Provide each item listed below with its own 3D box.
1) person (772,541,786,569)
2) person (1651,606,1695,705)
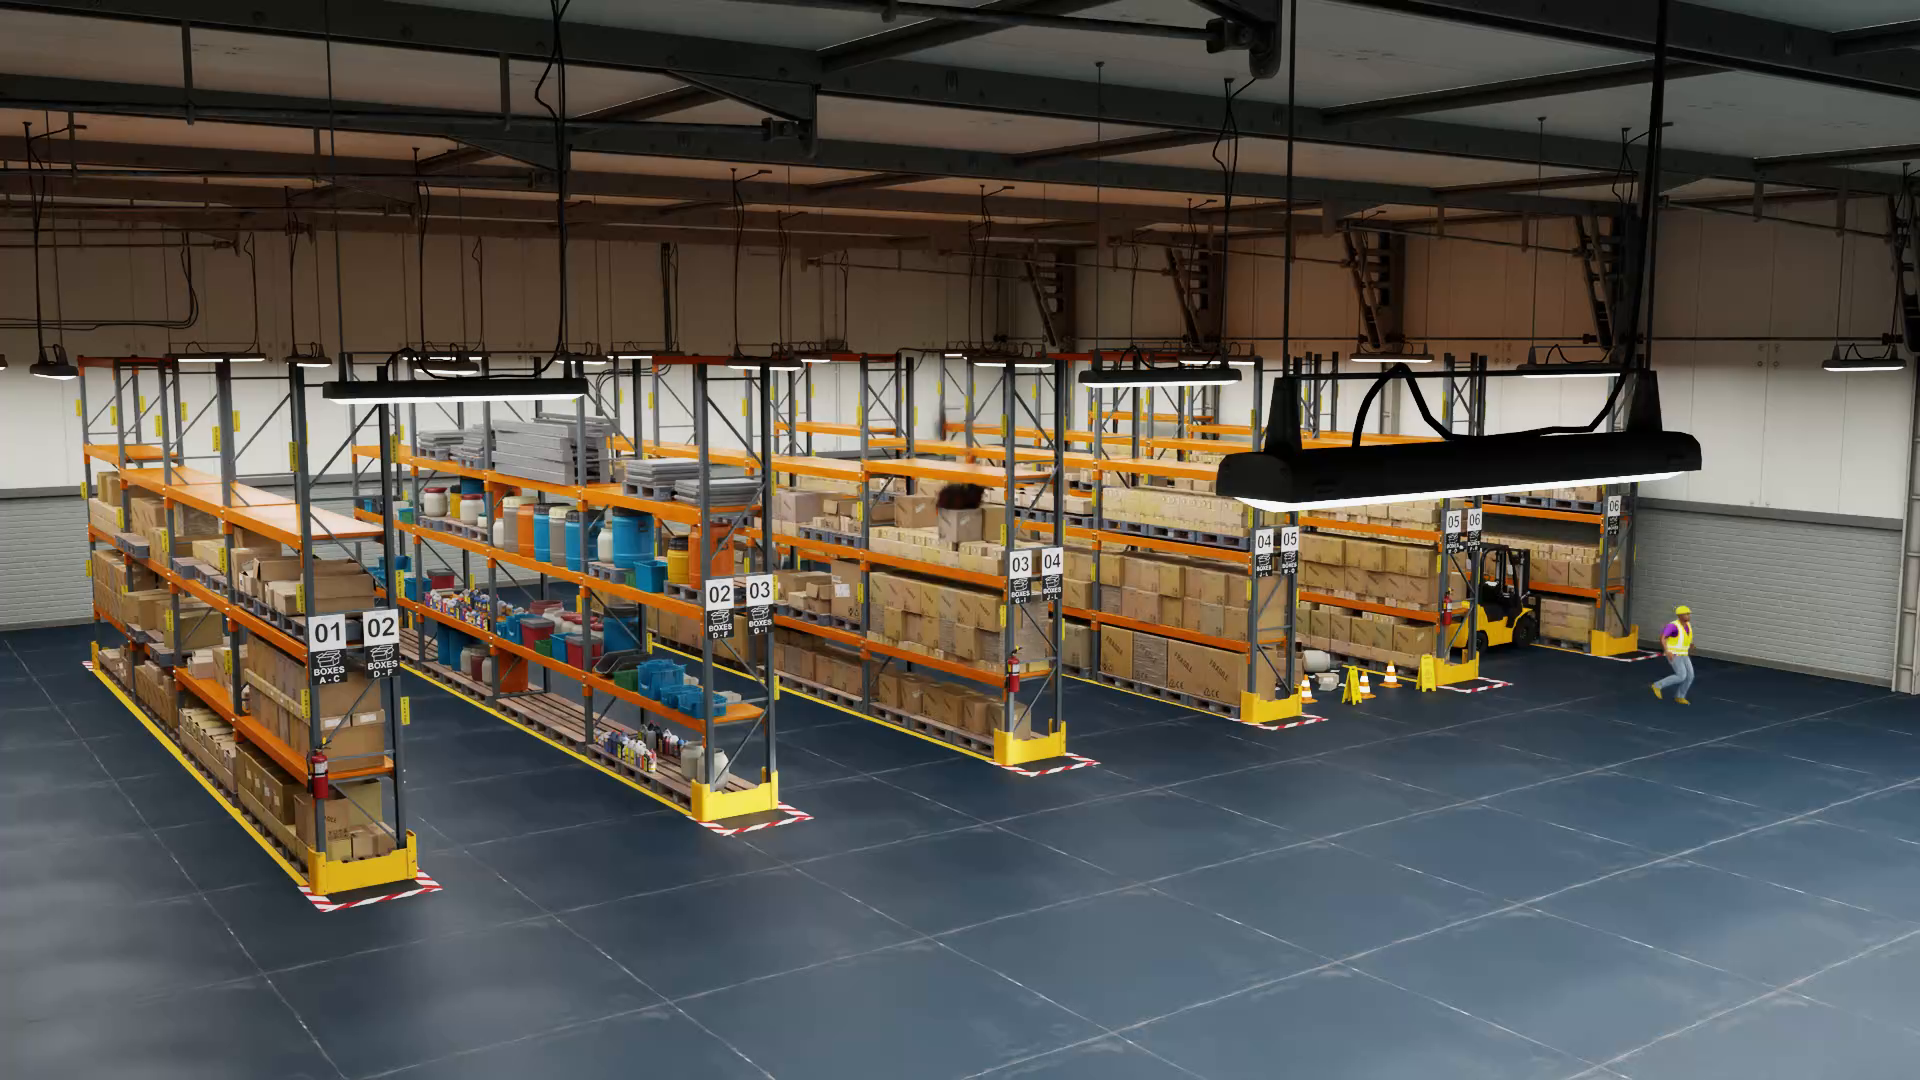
[{"bbox_3d":[-4.648,0.371,42.132,0.664,1.743,0.598,3,7,22],"label":"person"},{"bbox_3d":[12.465,2.002,28.916,0.837,1.738,0.572,-6,9,-43],"label":"person"}]
